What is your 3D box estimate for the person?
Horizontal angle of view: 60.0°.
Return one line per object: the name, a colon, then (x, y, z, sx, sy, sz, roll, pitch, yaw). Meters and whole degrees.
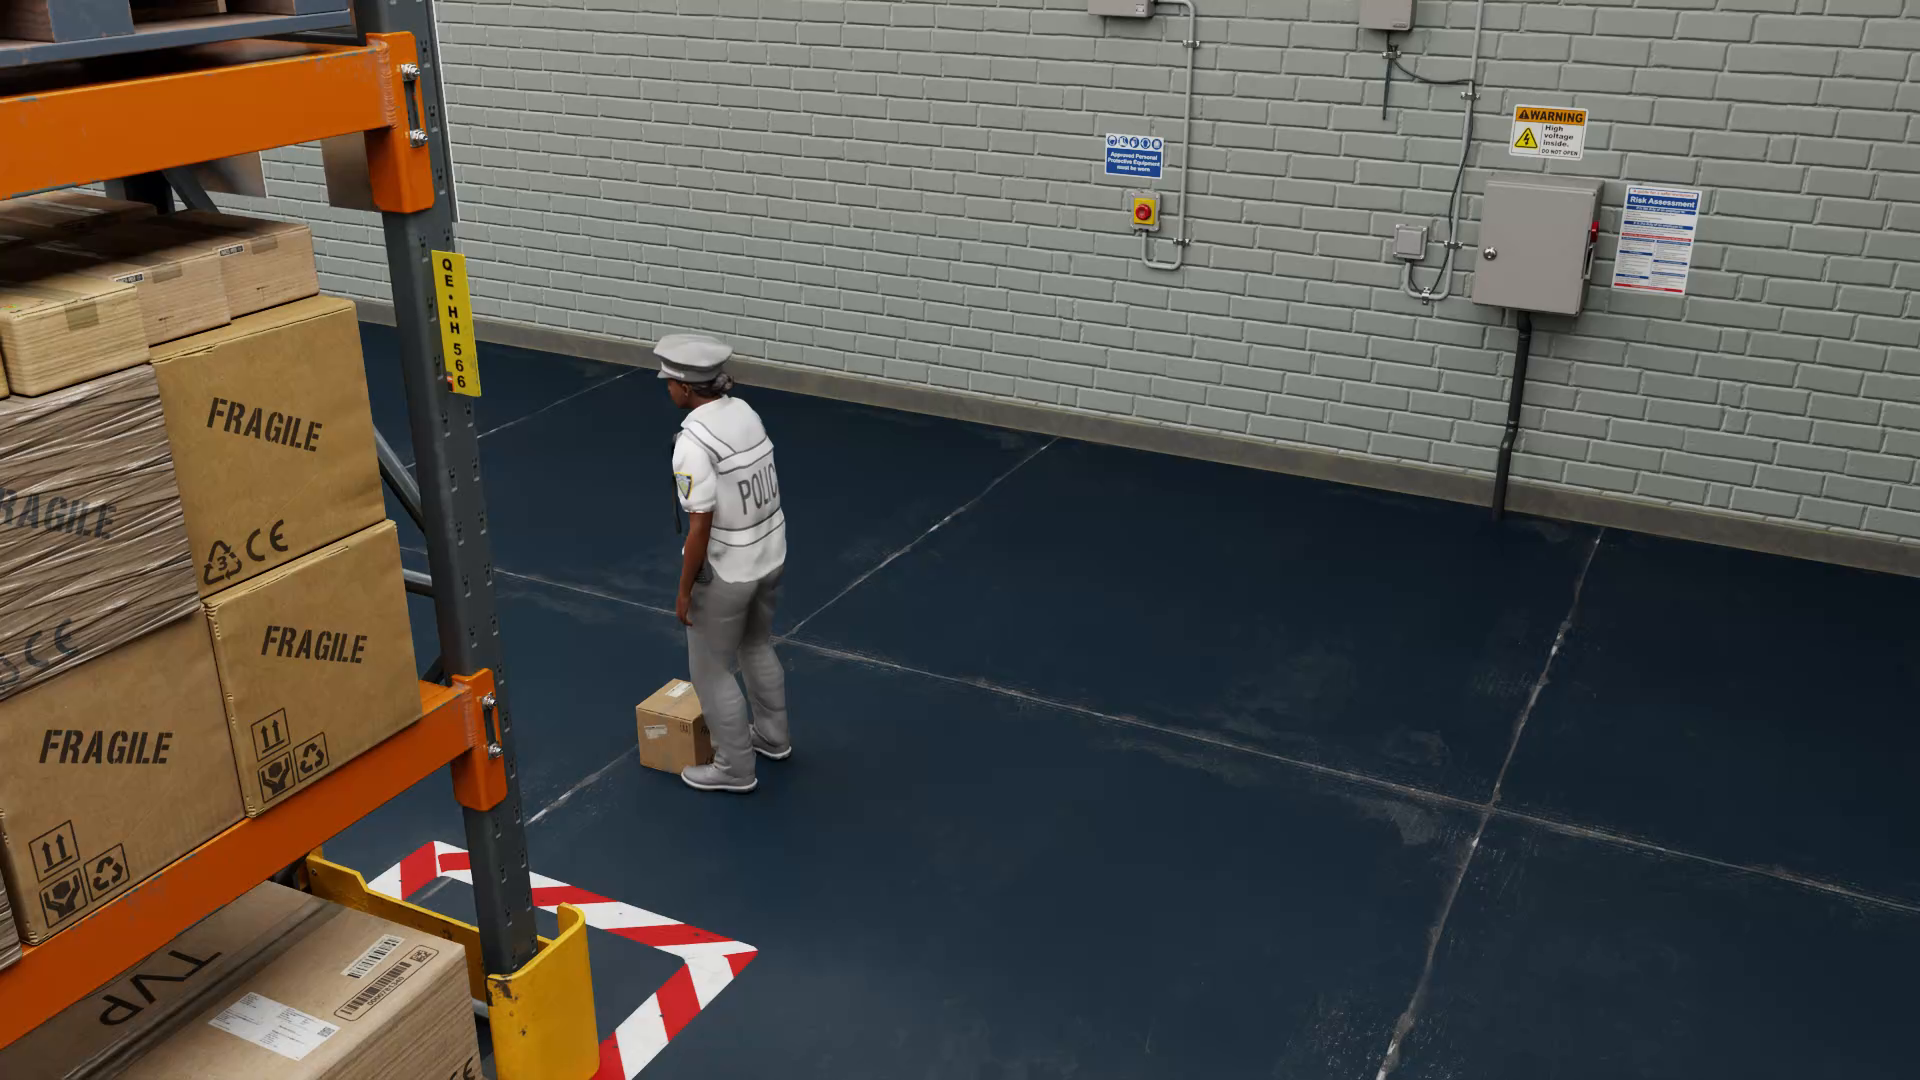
person: (-0.821, 0.095, 5.867, 0.395, 1.661, 0.525, 10, 25, 23)
